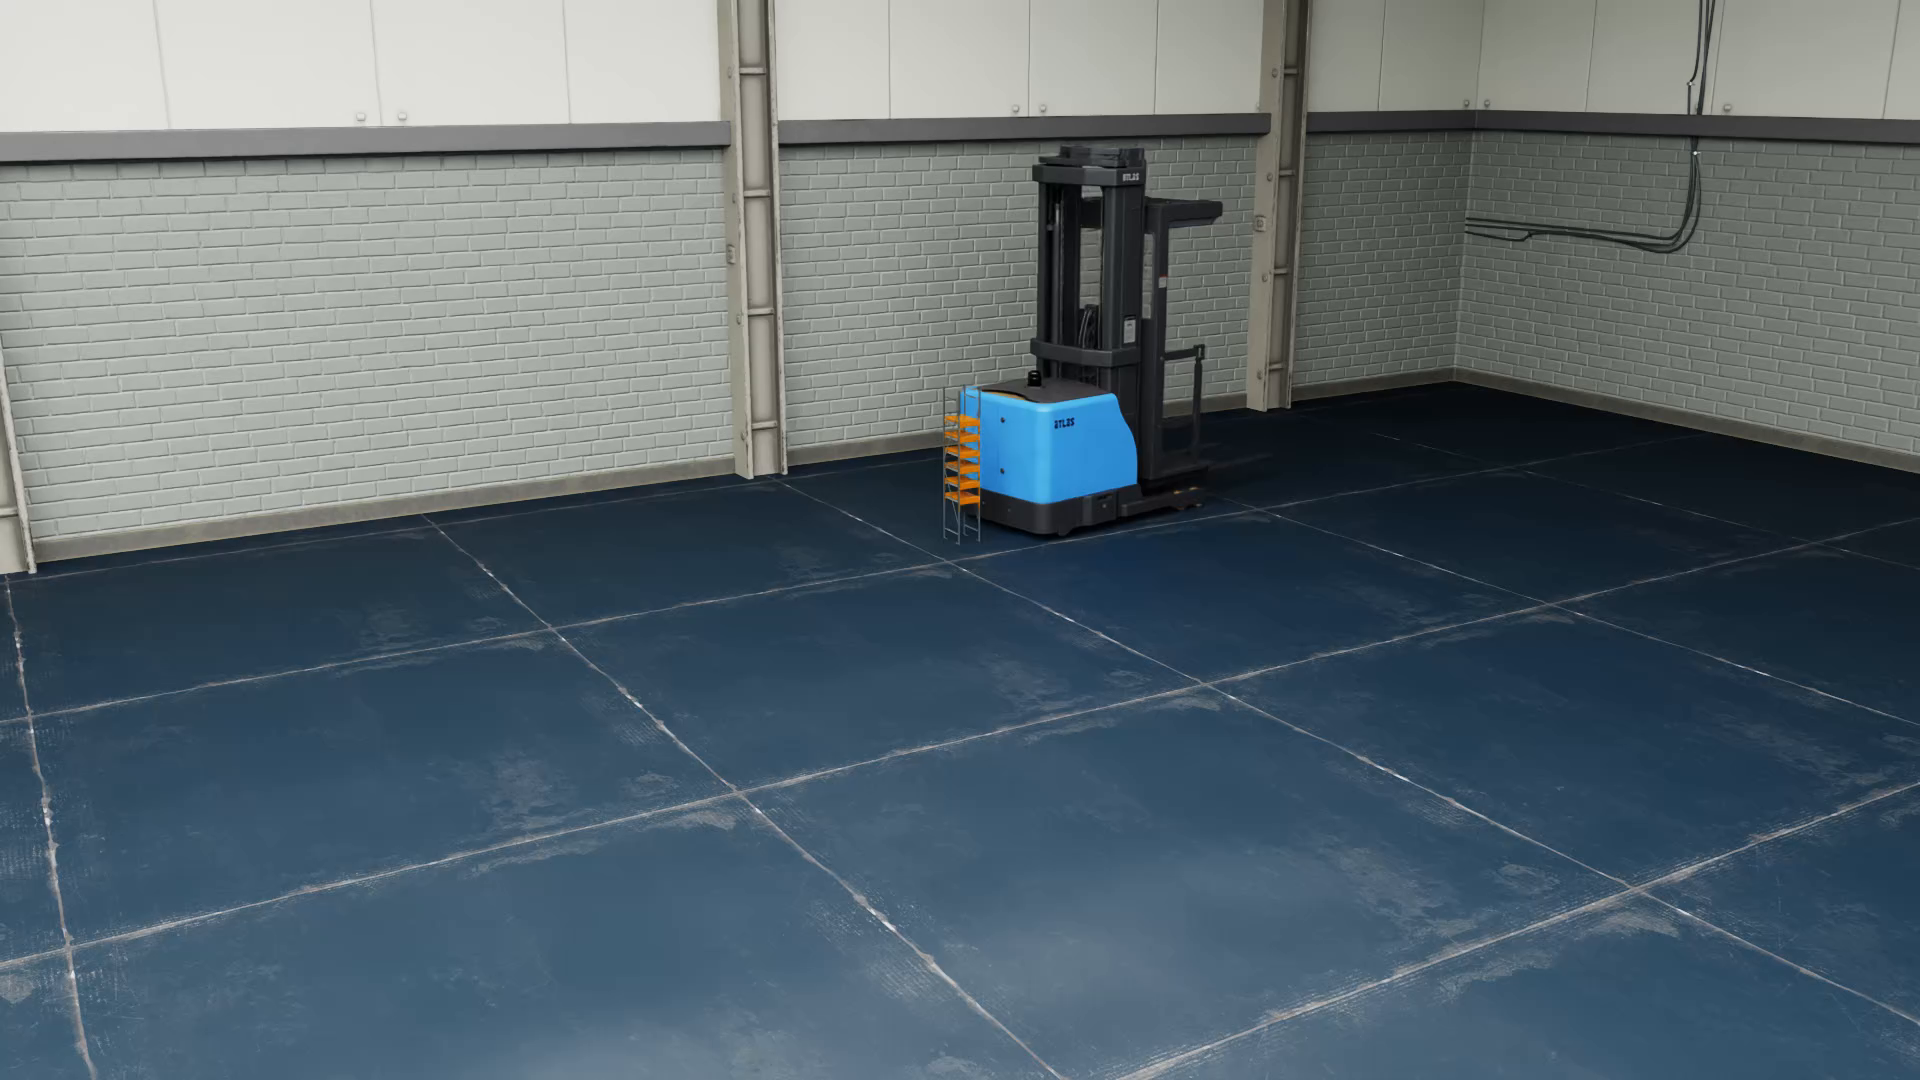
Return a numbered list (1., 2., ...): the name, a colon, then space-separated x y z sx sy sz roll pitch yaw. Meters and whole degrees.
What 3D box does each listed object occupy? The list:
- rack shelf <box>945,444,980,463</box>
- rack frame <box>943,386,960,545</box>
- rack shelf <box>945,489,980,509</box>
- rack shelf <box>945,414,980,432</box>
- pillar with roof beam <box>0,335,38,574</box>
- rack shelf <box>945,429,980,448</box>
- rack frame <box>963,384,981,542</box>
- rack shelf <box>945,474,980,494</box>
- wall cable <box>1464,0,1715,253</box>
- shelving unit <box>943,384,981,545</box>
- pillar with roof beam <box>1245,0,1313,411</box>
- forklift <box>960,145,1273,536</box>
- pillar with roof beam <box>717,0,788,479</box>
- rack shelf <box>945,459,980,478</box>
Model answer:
1. rack shelf: 0.012 -0.653 12.735 0.180 0.103 0.258 -9 18 -30
2. rack frame: -0.066 -0.567 12.710 0.006 1.200 0.240 -9 18 -30
3. rack shelf: 0.012 -0.306 12.832 0.180 0.103 0.258 -9 18 -30
4. rack shelf: 0.012 -0.884 12.670 0.180 0.103 0.258 -9 18 -30
5. pillar with roof beam: -4.729 -3.109 7.330 0.400 9.000 9.100 -9 18 -30
6. rack shelf: 0.012 -0.768 12.702 0.180 0.103 0.258 -9 18 -30
7. rack frame: 0.091 -0.592 12.800 0.006 1.200 0.240 -9 18 -30
8. rack shelf: 0.012 -0.421 12.799 0.180 0.103 0.258 -9 18 -30
9. wall cable: 6.547 -4.382 17.623 0.112 2.526 3.097 -9 18 -30
10. shelving unit: 0.012 -0.580 12.755 0.189 1.200 0.258 -9 18 -30
11. pillar with roof beam: 5.558 -4.777 13.281 0.400 9.000 9.100 -9 18 -30
12. forklift: 1.427 -1.749 13.718 3.031 2.935 1.130 -13 20 -39
13. pillar with roof beam: 0.414 -3.943 10.305 0.400 9.000 9.100 -9 18 -30
14. rack shelf: 0.012 -0.537 12.767 0.180 0.103 0.258 -9 18 -30
